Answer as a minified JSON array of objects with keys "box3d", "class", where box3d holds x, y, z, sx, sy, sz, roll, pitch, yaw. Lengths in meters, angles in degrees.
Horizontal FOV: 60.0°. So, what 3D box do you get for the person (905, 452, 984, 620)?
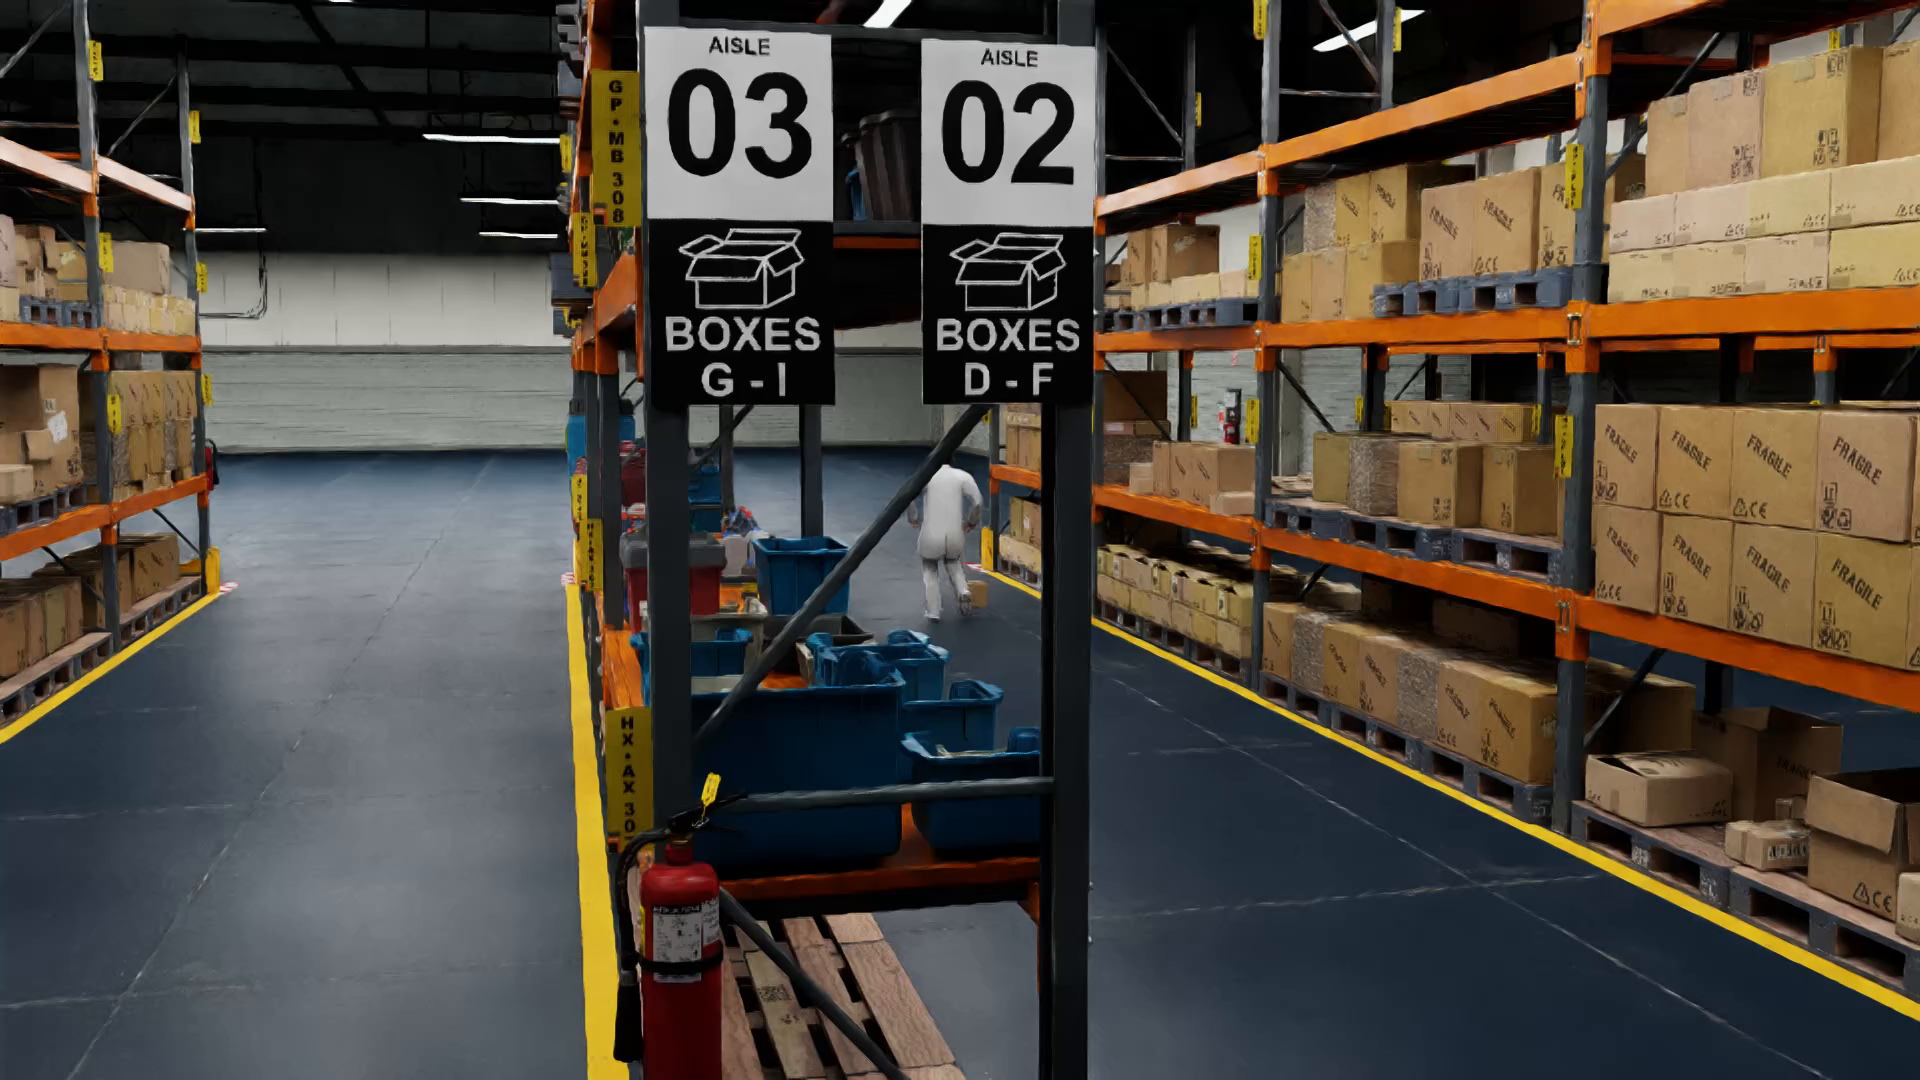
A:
[{"box3d":[-0.183,-0.086,16.356,0.786,1.749,0.519,-1,6,-13],"class":"person"}]
